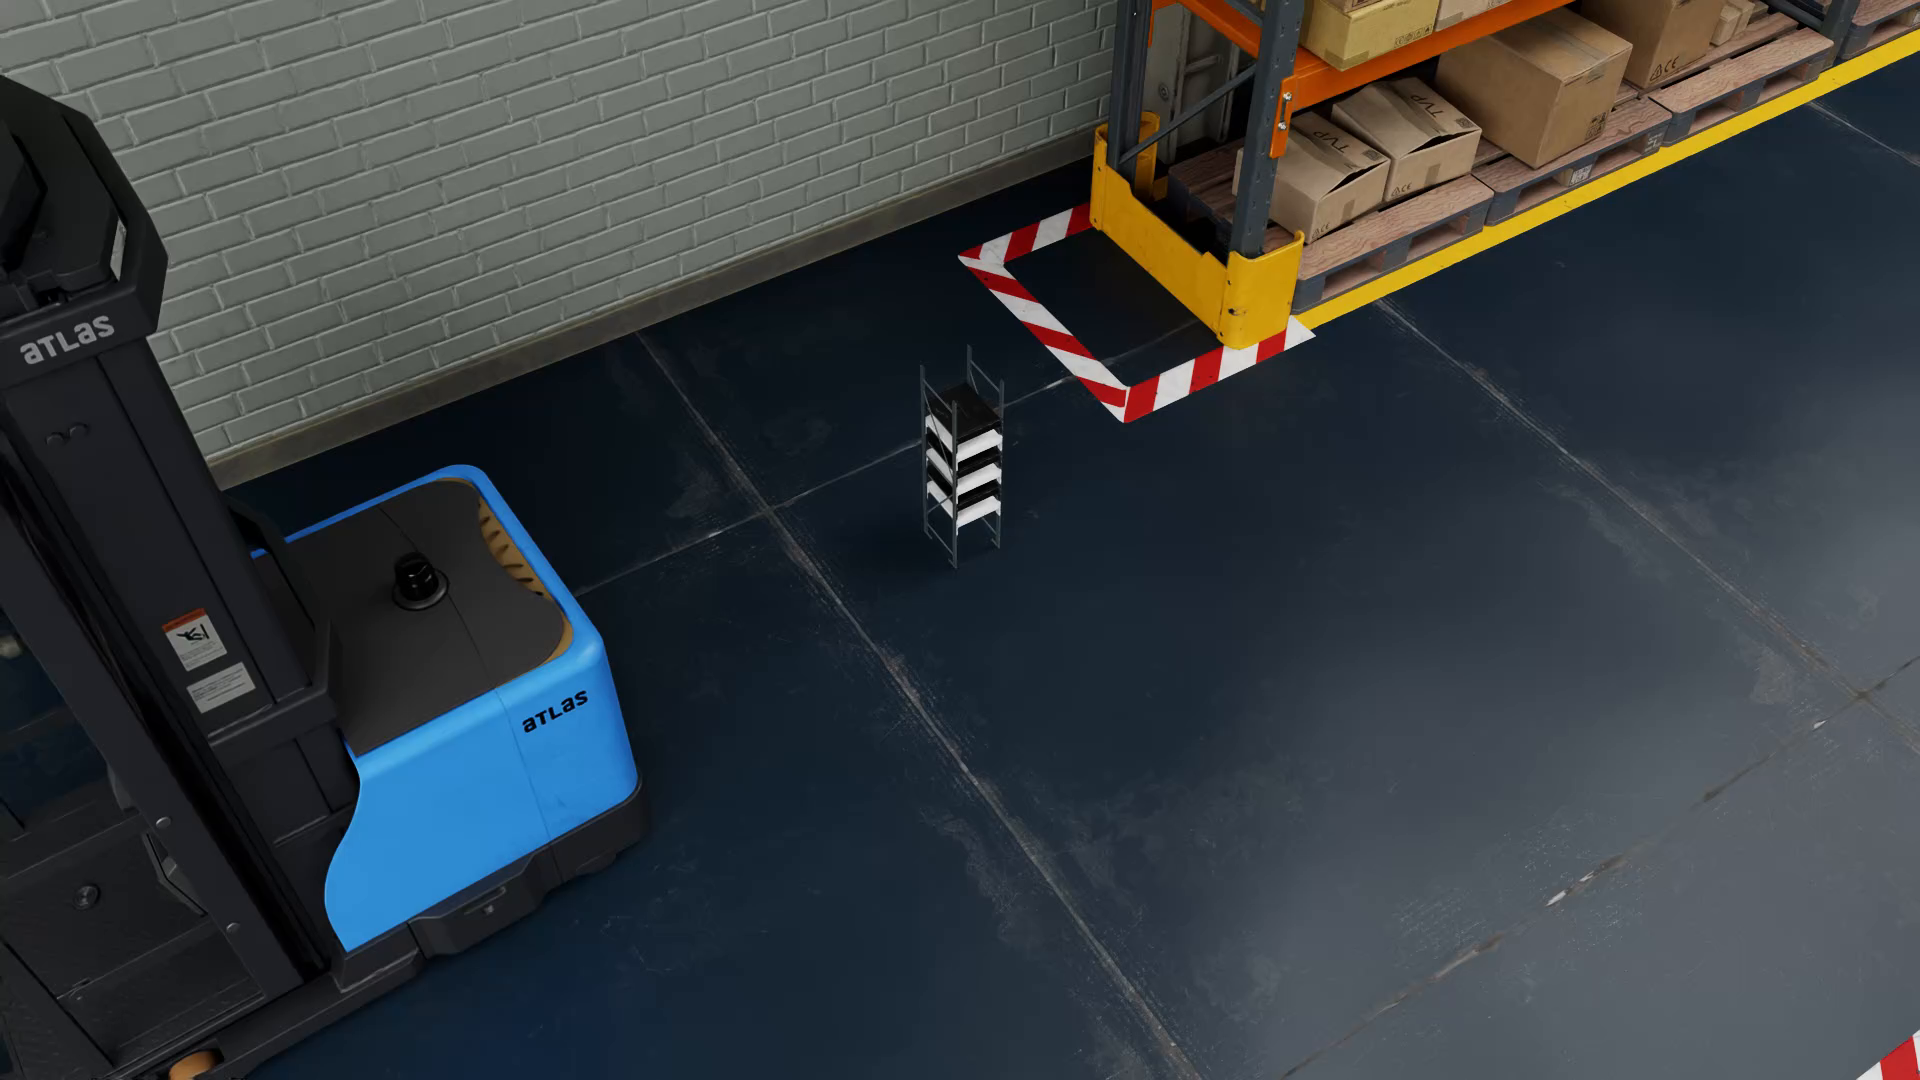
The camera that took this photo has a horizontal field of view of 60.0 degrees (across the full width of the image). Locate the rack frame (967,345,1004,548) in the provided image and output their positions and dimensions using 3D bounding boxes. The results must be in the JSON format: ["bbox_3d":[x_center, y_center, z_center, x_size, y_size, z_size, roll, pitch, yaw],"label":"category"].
[{"bbox_3d":[0.093,-0.343,6.398,0.006,0.900,0.240,-25,53,-21],"label":"rack frame"}]

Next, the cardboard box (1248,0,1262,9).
[{"bbox_3d":[1.287,-2.505,7.005,0.500,0.250,0.500,-25,53,-20],"label":"cardboard box"}]

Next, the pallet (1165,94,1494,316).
[{"bbox_3d":[1.766,-1.644,8.018,1.213,0.211,1.003,-25,53,-21],"label":"pallet"}]

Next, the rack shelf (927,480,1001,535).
[{"bbox_3d":[0.007,-0.161,6.521,0.200,0.077,0.258,-25,53,-21],"label":"rack shelf"}]

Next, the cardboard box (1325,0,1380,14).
[{"bbox_3d":[1.560,-2.447,6.450,0.500,0.500,0.500,-25,53,-21],"label":"cardboard box"}]

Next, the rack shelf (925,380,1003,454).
[{"bbox_3d":[0.007,-0.460,6.185,0.200,0.077,0.258,-25,53,-21],"label":"rack shelf"}]

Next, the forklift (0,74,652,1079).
[{"bbox_3d":[-2.561,0.391,4.384,3.031,2.935,1.130,-28,54,-23],"label":"forklift"}]

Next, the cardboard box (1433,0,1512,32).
[{"bbox_3d":[2.009,-2.407,6.917,0.500,0.250,0.500,-27,54,-22],"label":"cardboard box"}]

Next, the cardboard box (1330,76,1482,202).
[{"bbox_3d":[2.111,-1.938,7.919,0.500,0.311,0.500,-21,52,-18],"label":"cardboard box"}]

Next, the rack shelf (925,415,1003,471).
[{"bbox_3d":[0.007,-0.400,6.253,0.200,0.077,0.258,-25,53,-21],"label":"rack shelf"}]

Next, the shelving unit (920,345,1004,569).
[{"bbox_3d":[0.007,-0.303,6.362,0.210,0.900,0.258,-25,53,-21],"label":"shelving unit"}]

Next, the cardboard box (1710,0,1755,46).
[{"bbox_3d":[3.942,-2.806,8.788,0.250,0.166,0.380,-32,56,-25],"label":"cardboard box"}]

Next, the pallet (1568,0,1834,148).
[{"bbox_3d":[3.829,-2.617,8.884,1.213,0.211,1.003,-25,53,-21],"label":"pallet"}]

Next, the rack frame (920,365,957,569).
[{"bbox_3d":[-0.079,-0.262,6.326,0.006,0.900,0.240,-25,53,-21],"label":"rack frame"}]

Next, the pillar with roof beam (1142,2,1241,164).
[{"bbox_3d":[3.423,-2.341,2.755,0.400,9.000,9.100,-25,53,-21],"label":"pillar with roof beam"}]

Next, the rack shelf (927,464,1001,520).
[{"bbox_3d":[0.007,-0.220,6.454,0.200,0.077,0.258,-25,53,-21],"label":"rack shelf"}]

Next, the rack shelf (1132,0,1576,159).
[{"bbox_3d":[2.687,-2.798,7.660,4.000,0.370,1.077,-25,53,-21],"label":"rack shelf"}]

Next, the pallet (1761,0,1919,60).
[{"bbox_3d":[5.036,-3.218,9.419,1.213,0.211,1.003,-25,53,-21],"label":"pallet"}]

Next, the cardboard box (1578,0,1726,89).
[{"bbox_3d":[3.522,-2.710,8.479,0.500,0.500,0.500,-29,54,-23],"label":"cardboard box"}]

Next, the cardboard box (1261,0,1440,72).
[{"bbox_3d":[1.578,-2.191,6.725,0.500,0.250,0.500,-27,54,-22],"label":"cardboard box"}]

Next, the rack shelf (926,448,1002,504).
[{"bbox_3d":[0.007,-0.280,6.387,0.200,0.077,0.258,-25,53,-21],"label":"rack shelf"}]

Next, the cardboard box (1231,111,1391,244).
[{"bbox_3d":[1.629,-1.711,7.716,0.500,0.311,0.500,-31,55,-25],"label":"cardboard box"}]

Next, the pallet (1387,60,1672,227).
[{"bbox_3d":[2.796,-2.127,8.448,1.213,0.211,1.003,-25,53,-21],"label":"pallet"}]

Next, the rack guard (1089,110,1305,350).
[{"bbox_3d":[1.060,-1.439,7.642,0.348,0.500,1.175,-25,53,-21],"label":"rack guard"}]

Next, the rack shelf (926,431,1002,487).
[{"bbox_3d":[0.007,-0.340,6.320,0.200,0.077,0.258,-25,53,-21],"label":"rack shelf"}]

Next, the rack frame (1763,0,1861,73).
[{"bbox_3d":[4.379,-3.834,8.101,0.127,3.000,1.000,-25,53,-21],"label":"rack frame"}]

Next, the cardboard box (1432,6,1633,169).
[{"bbox_3d":[2.758,-2.262,8.080,0.500,0.500,0.700,-28,54,-23],"label":"cardboard box"}]

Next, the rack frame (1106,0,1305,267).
[{"bbox_3d":[0.996,-2.240,6.682,0.127,3.000,1.000,-25,53,-21],"label":"rack frame"}]
